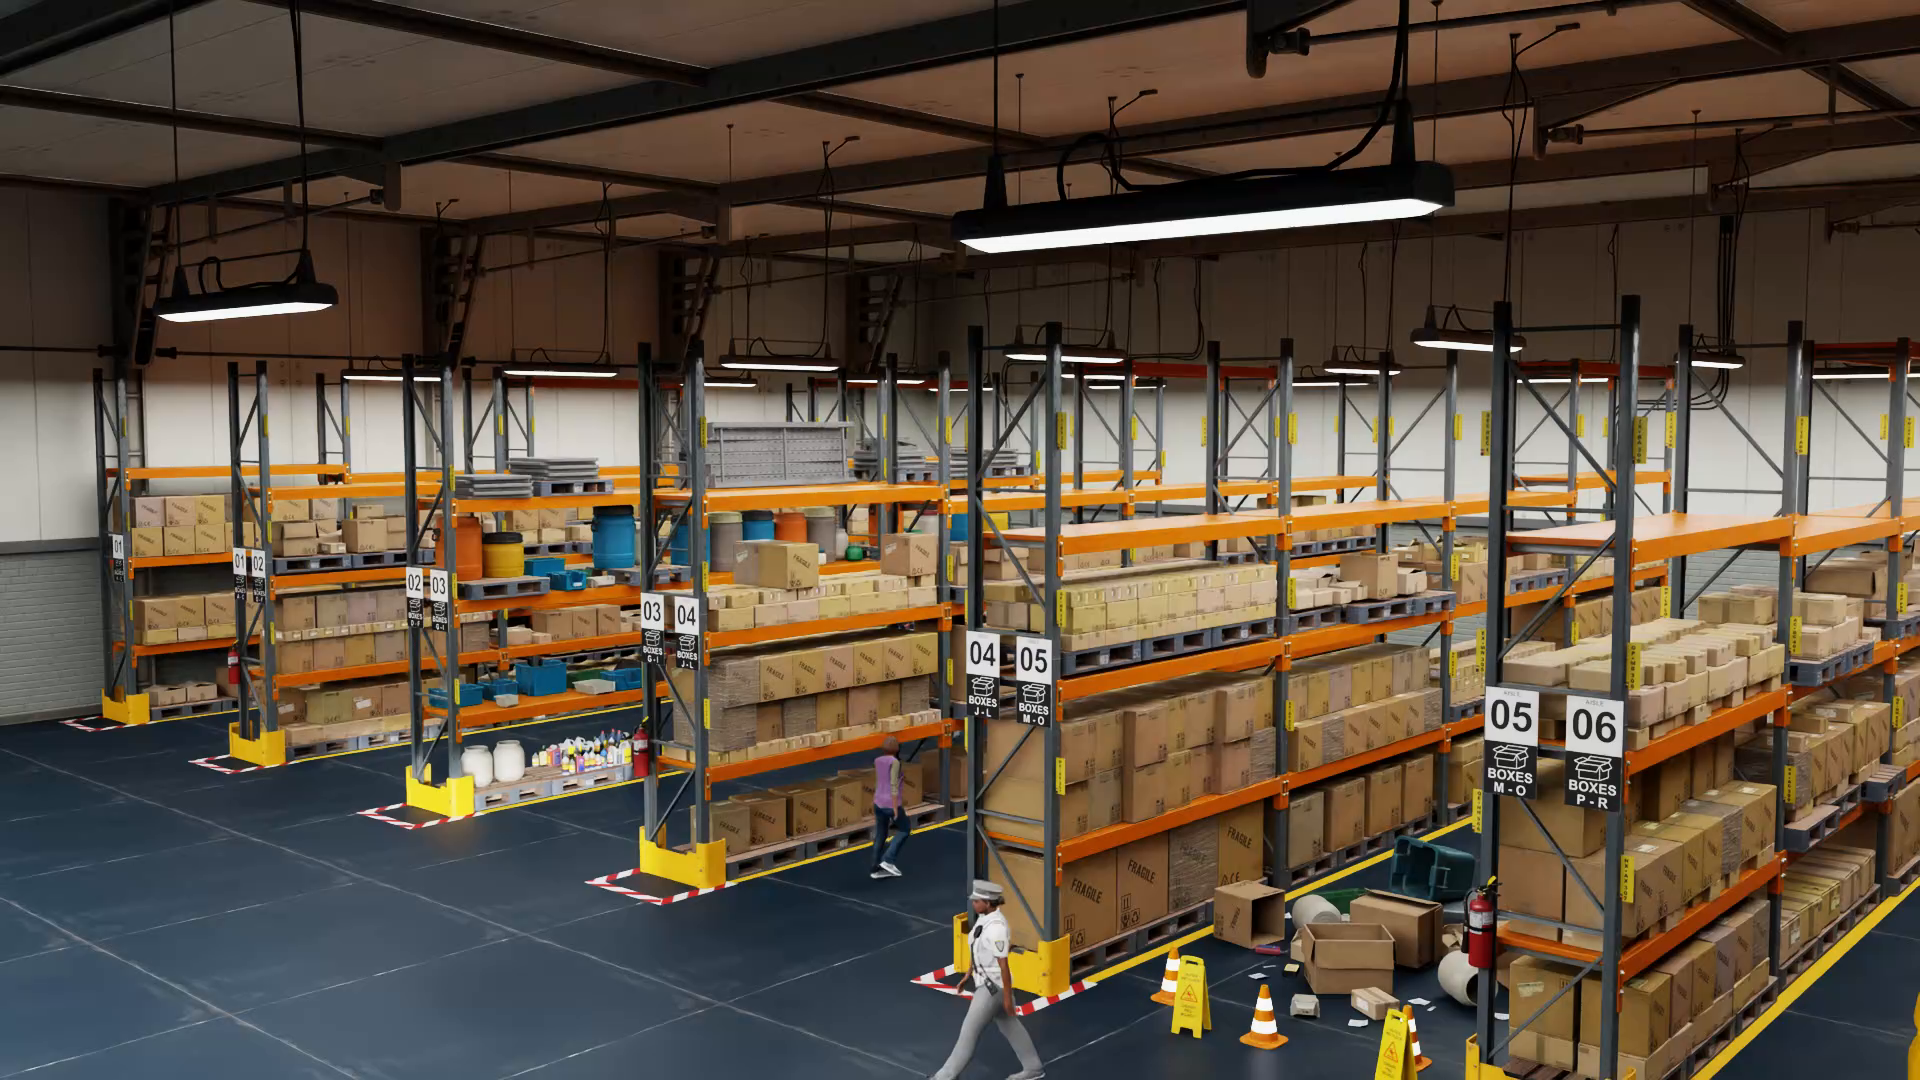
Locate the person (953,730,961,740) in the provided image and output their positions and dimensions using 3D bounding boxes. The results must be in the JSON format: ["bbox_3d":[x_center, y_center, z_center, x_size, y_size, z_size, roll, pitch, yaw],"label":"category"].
[{"bbox_3d":[-0.375,2.289,26.063,0.793,1.687,0.630,-2,5,-28],"label":"person"}]

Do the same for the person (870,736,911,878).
[{"bbox_3d":[-0.818,2.989,18.638,0.471,1.583,0.456,-3,5,-38],"label":"person"}]

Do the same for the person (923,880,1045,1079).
[{"bbox_3d":[0.154,3.402,12.739,1.019,1.613,0.474,0,4,-2],"label":"person"}]
